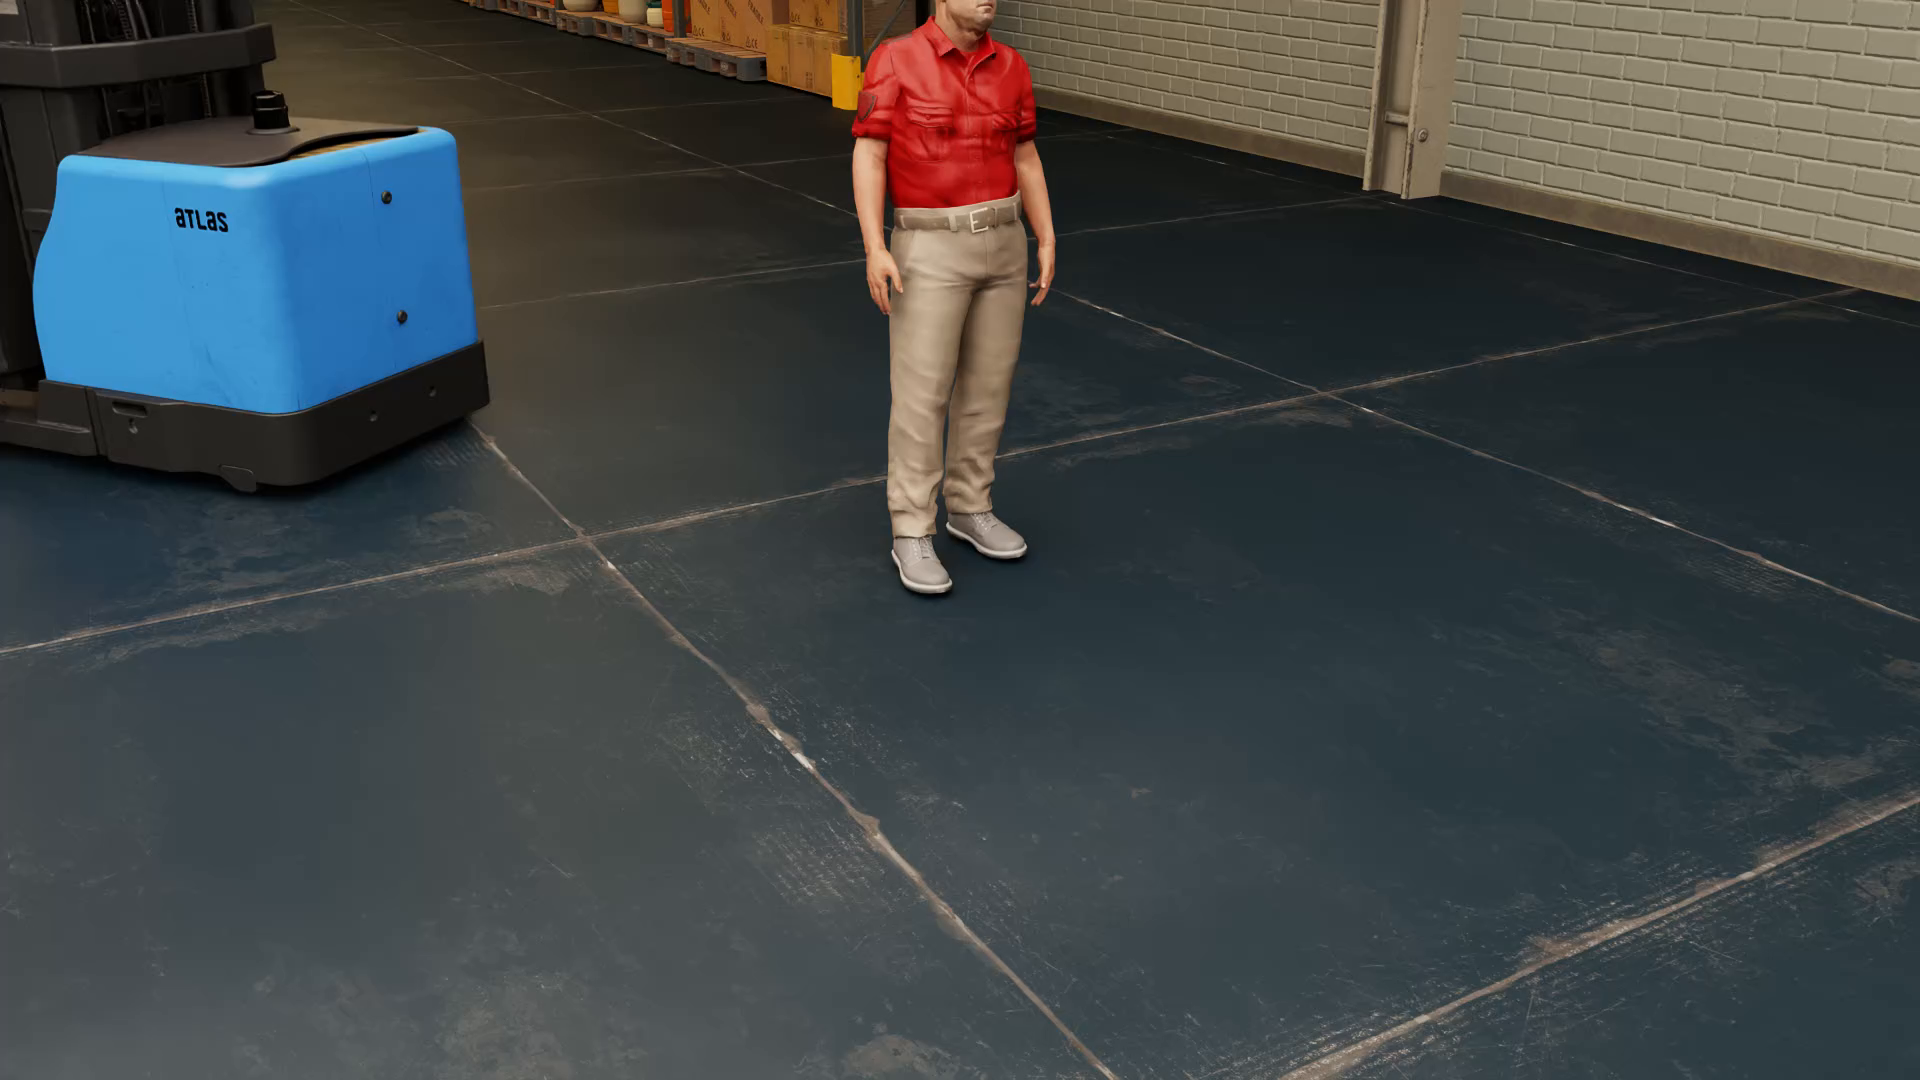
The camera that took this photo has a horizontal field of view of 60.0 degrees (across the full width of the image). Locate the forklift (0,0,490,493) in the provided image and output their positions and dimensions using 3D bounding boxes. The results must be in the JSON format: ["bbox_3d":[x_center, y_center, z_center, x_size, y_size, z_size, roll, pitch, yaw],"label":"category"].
[{"bbox_3d":[-3.317,-1.857,5.798,3.031,2.935,1.130,9,24,21],"label":"forklift"}]

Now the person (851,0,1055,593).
[{"bbox_3d":[0.035,-0.775,4.726,0.642,1.727,0.550,-12,25,-28],"label":"person"}]
